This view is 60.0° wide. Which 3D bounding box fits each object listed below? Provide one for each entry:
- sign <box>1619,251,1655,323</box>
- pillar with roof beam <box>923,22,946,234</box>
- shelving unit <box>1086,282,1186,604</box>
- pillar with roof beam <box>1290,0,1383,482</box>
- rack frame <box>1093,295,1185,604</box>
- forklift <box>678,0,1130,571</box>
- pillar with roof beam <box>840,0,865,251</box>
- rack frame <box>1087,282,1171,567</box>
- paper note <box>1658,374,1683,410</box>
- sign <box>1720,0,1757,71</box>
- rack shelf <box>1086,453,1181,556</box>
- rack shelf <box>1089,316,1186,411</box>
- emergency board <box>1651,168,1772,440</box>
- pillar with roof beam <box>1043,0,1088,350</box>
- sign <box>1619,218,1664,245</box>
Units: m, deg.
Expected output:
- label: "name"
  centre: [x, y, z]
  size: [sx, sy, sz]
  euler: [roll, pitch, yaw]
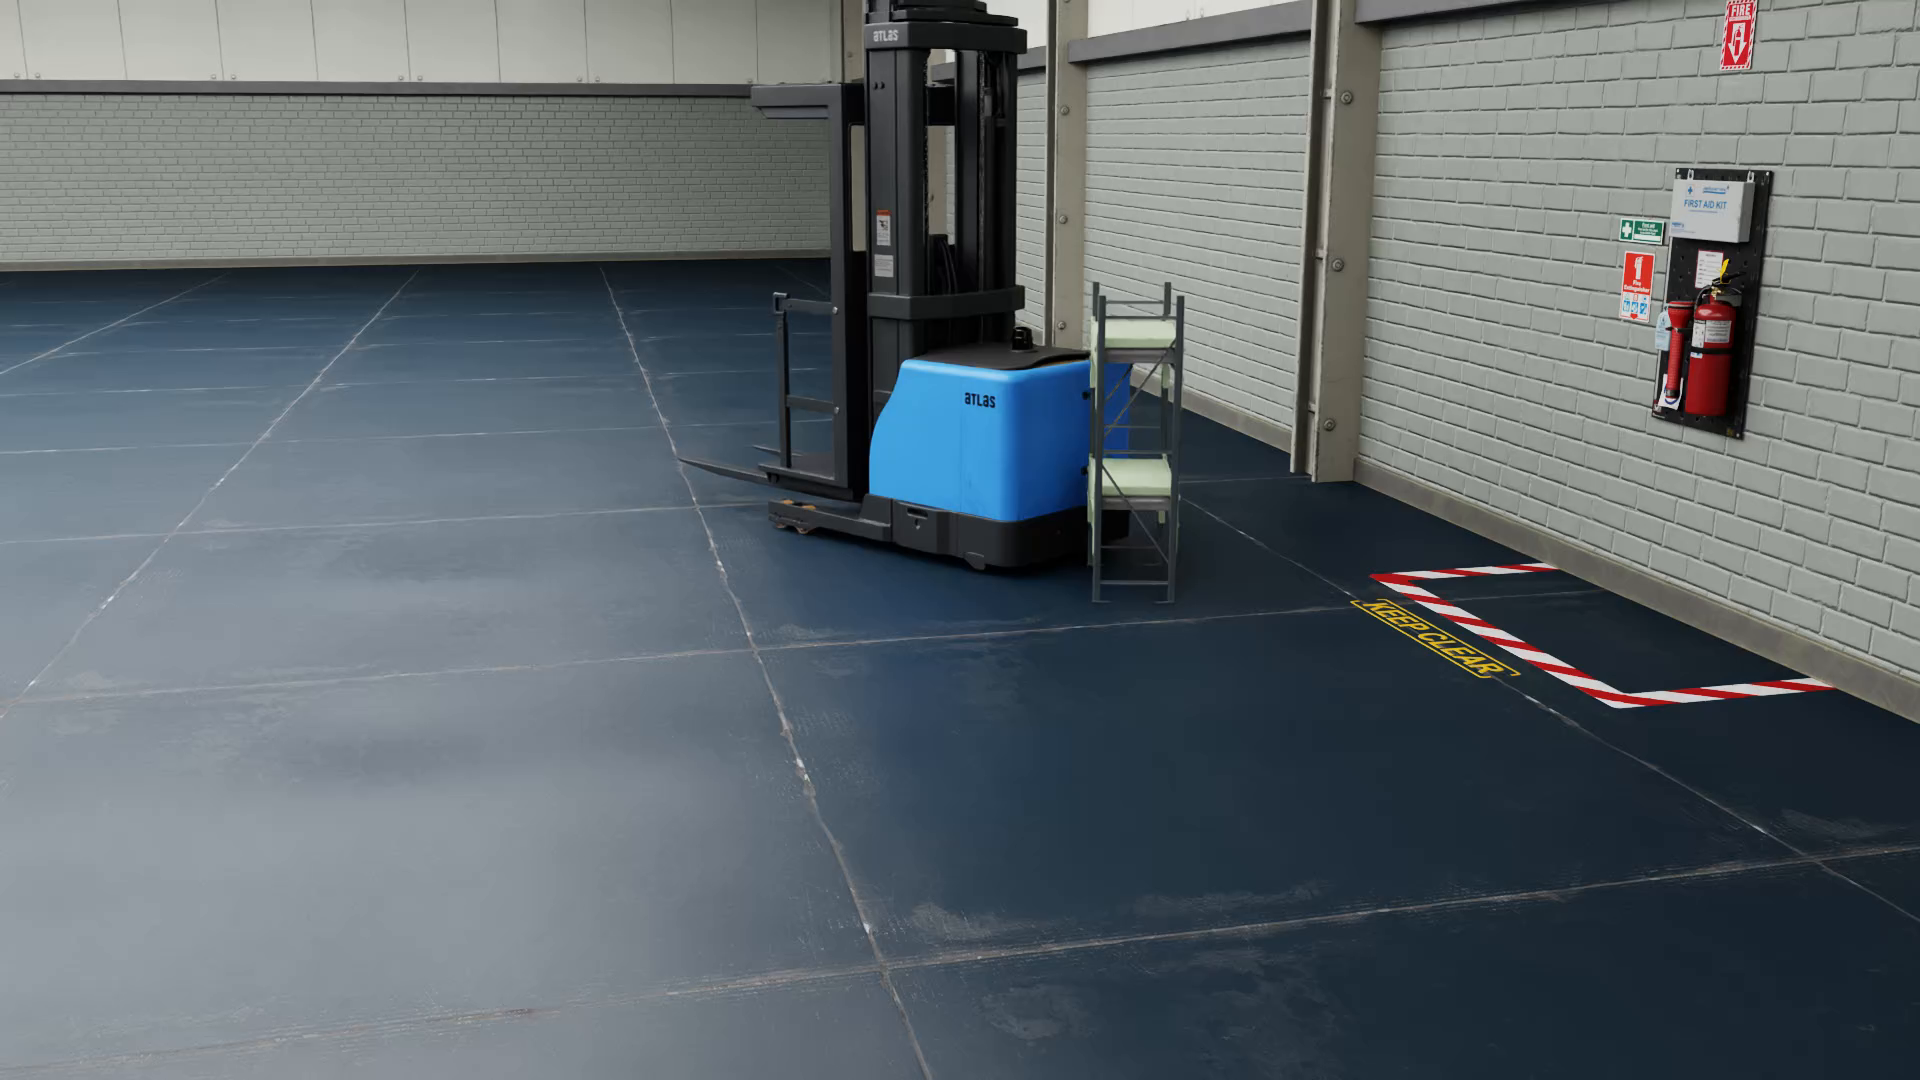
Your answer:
- label: "sign"
  centre: [3.284, -1.231, 8.069]
  size: [0.001, 0.329, 0.234]
  euler: [-3, 14, -13]
- label: "pillar with roof beam"
  centre: [-4.555, -7.335, 20.488]
  size: [9.100, 9.000, 0.400]
  euler: [-3, 14, -13]
- label: "shelving unit"
  centre: [0.866, -0.505, 8.334]
  size: [0.431, 1.500, 0.755]
  euler: [1, 14, 2]
- label: "pillar with roof beam"
  centre: [-1.737, -4.566, 9.157]
  size: [9.100, 9.000, 0.400]
  euler: [-3, 14, -13]
- label: "rack frame"
  centre: [0.852, -0.418, 7.978]
  size: [0.400, 1.500, 0.023]
  euler: [1, 14, 2]
- label: "forklift"
  centre: [-0.477, -1.540, 9.553]
  size: [3.031, 2.935, 1.130]
  euler: [13, 19, 42]
- label: "pillar with roof beam"
  centre: [-5.964, -8.719, 26.153]
  size: [9.100, 9.000, 0.400]
  euler: [-3, 14, -13]
- label: "rack frame"
  centre: [0.881, -0.592, 8.689]
  size: [0.400, 1.500, 0.023]
  euler: [1, 14, 2]
- label: "paper note"
  centre: [3.339, -0.697, 7.815]
  size: [0.016, 0.148, 0.142]
  euler: [-3, 14, -13]
- label: "sign"
  centre: [3.409, -2.214, 7.283]
  size: [0.001, 0.298, 0.199]
  euler: [-3, 14, -13]
- label: "rack shelf"
  centre: [0.866, -0.188, 8.411]
  size: [0.431, 0.370, 0.720]
  euler: [1, 14, 2]
- label: "rack shelf"
  centre: [0.866, -0.884, 8.241]
  size: [0.431, 0.370, 0.720]
  euler: [1, 14, 2]
- label: "emergency board"
  centre: [3.314, -1.080, 7.527]
  size: [0.194, 1.169, 0.643]
  euler: [-3, 14, -13]
- label: "pillar with roof beam"
  centre: [-3.146, -5.950, 14.822]
  size: [9.100, 9.000, 0.400]
  euler: [-3, 14, -13]
- label: "sign"
  centre: [3.277, -1.487, 8.000]
  size: [0.001, 0.109, 0.331]
  euler: [-3, 14, -13]
